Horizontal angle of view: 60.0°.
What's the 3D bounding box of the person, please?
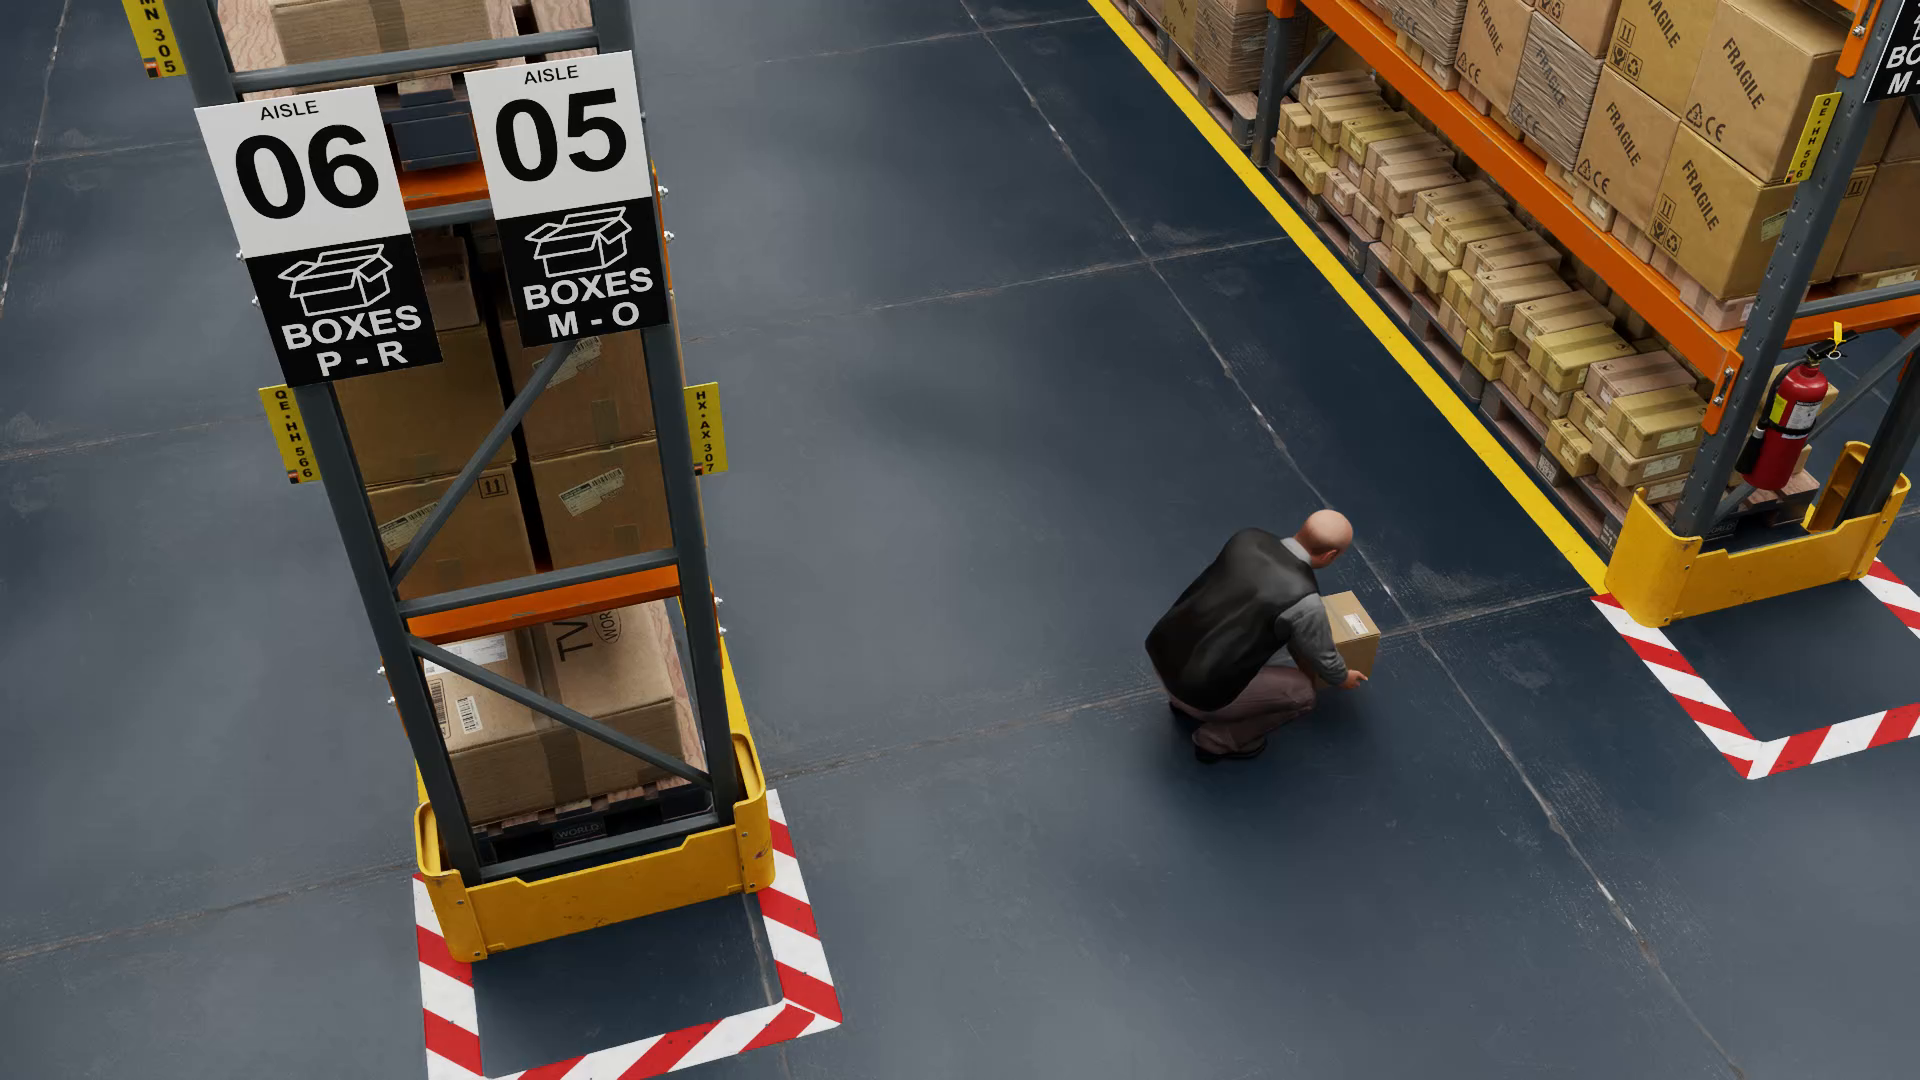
[{"bbox_3d":[1.157,0.347,6.364,0.853,0.973,0.525,-12,43,-13],"label":"person"}]
